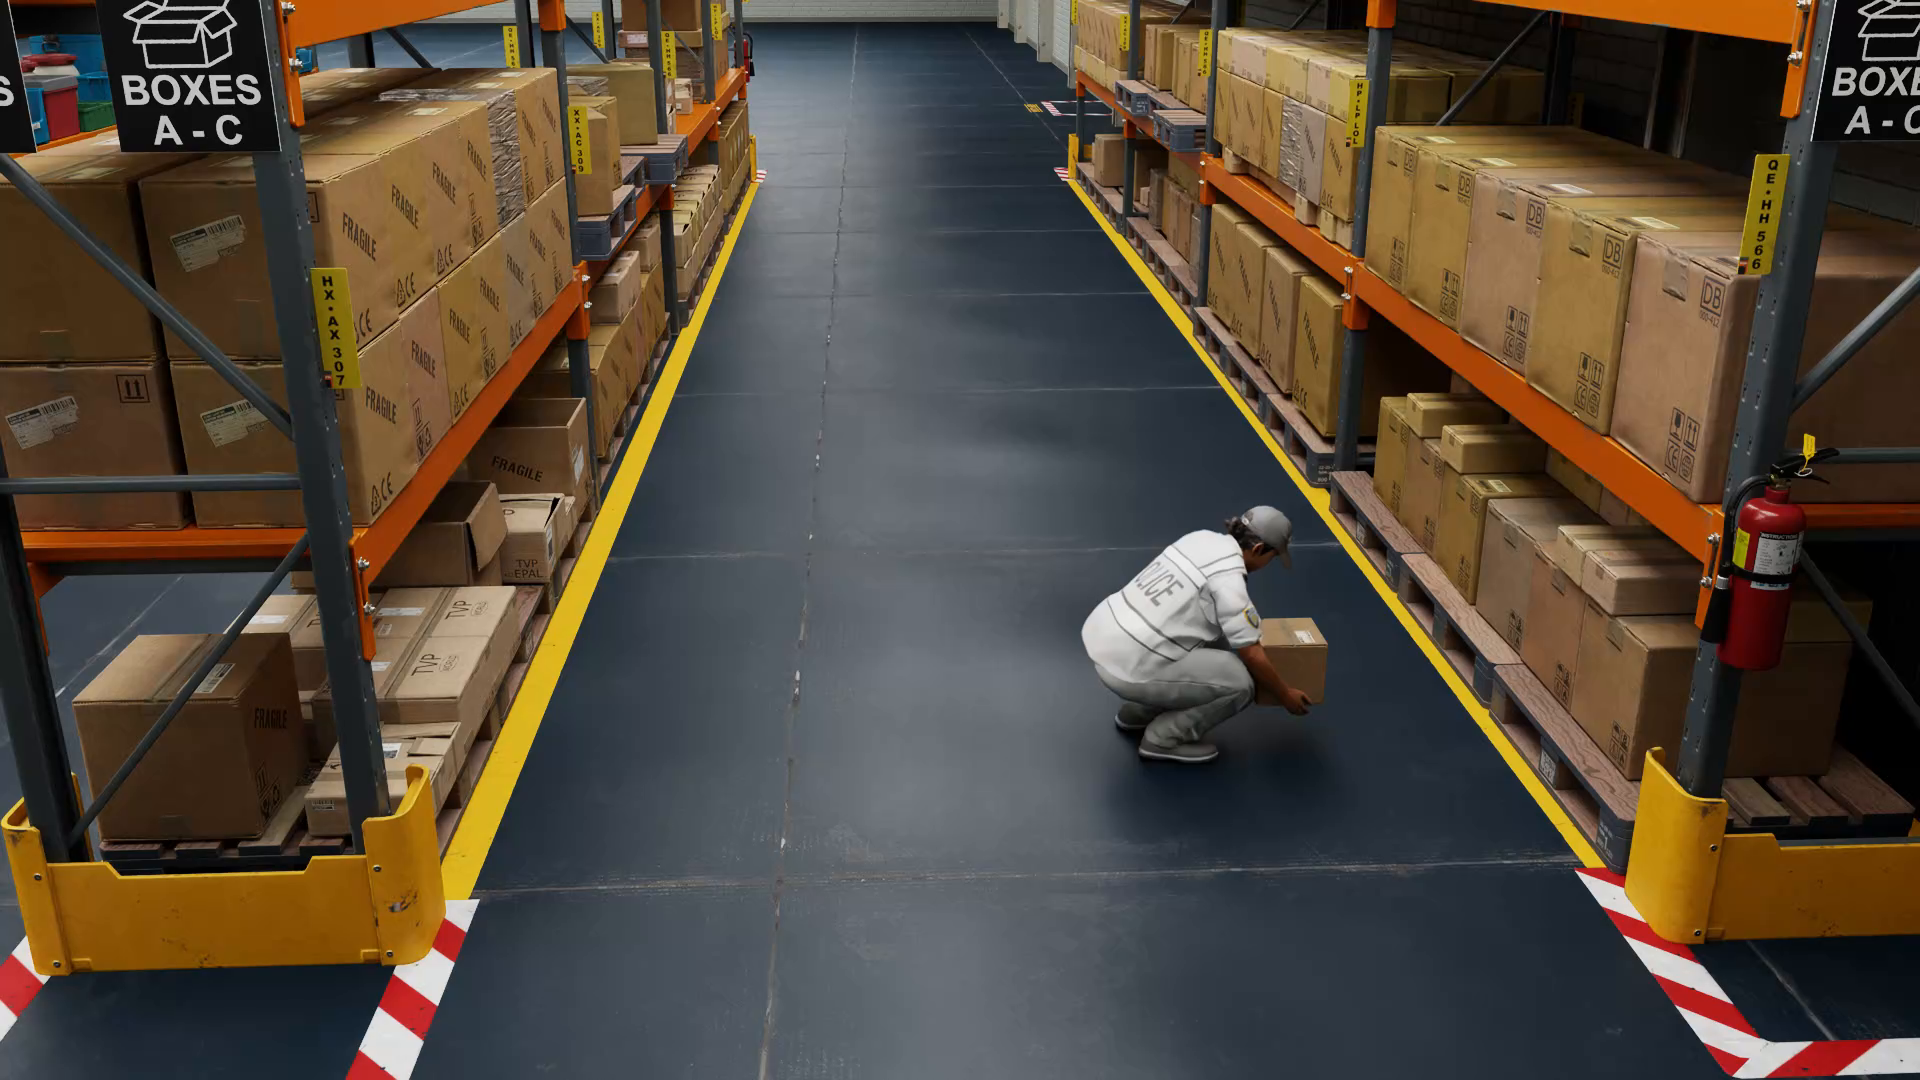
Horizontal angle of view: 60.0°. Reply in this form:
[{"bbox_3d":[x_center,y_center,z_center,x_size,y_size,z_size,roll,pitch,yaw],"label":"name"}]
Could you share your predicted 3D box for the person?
[{"bbox_3d":[0.884,0.338,6.231,0.846,0.938,0.526,-1,21,-3],"label":"person"}]
